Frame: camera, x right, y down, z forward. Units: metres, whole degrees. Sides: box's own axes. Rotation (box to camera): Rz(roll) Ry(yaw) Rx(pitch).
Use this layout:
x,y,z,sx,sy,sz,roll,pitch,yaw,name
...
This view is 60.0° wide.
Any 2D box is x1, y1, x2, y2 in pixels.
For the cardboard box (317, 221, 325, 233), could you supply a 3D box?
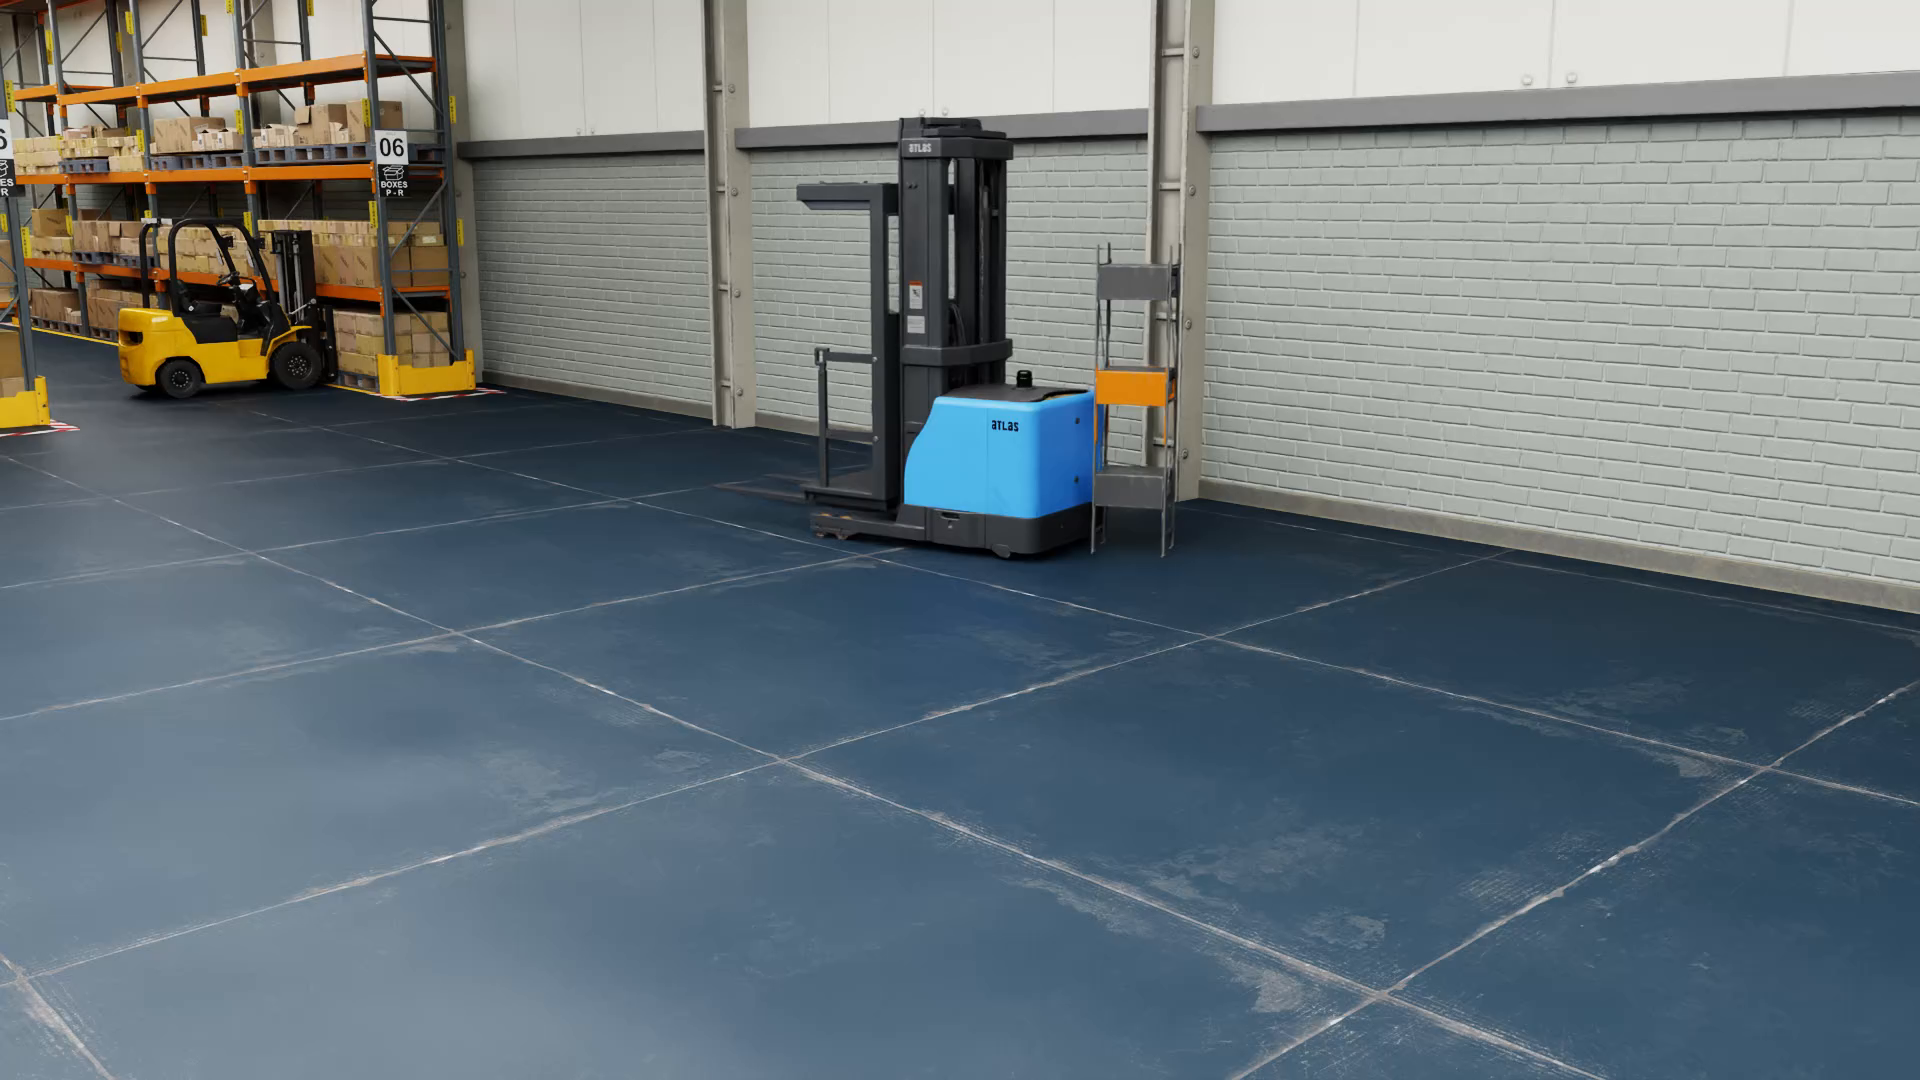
x,y,z,sx,sy,sz,roll,pitch,yaw,name
-8.197,-4.109,21.828,0.380,0.149,0.250,-11,16,-42,cardboard box

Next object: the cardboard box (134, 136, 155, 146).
x,y,z,sx,sy,sz,roll,pitch,yaw,name
-12.710,-6.264,26.092,0.380,0.149,0.250,-10,15,-41,cardboard box

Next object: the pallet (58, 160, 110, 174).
x,y,z,sx,sy,sz,roll,pitch,yaw,name
-14.622,-6.374,28.447,1.213,0.211,1.003,-11,16,-43,pallet

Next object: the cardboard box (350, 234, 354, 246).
x,y,z,sx,sy,sz,roll,pitch,yaw,name
-7.509,-3.808,21.107,0.380,0.149,0.250,-11,16,-42,cardboard box

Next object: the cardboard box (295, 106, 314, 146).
x,y,z,sx,sy,sz,roll,pitch,yaw,name
-8.227,-5.410,21.756,0.797,0.503,0.637,-10,15,-41,cardboard box

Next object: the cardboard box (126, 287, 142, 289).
x,y,z,sx,sy,sz,roll,pitch,yaw,name
-14.373,-4.350,29.136,0.380,0.149,0.250,-11,16,-43,cardboard box

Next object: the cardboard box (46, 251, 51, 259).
x,y,z,sx,sy,sz,roll,pitch,yaw,name
-16.477,-5.218,30.426,0.380,0.149,0.250,-11,16,-43,cardboard box

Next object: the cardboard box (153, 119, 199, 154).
x,y,z,sx,sy,sz,roll,pitch,yaw,name
-11.935,-6.151,25.364,0.500,0.500,0.500,-11,16,-42,cardboard box

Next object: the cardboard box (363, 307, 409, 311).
x,y,z,sx,sy,sz,roll,pitch,yaw,name
-7.614,-2.942,22.055,0.500,0.250,0.500,-11,16,-43,cardboard box

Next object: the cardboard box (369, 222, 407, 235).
x,y,z,sx,sy,sz,roll,pitch,yaw,name
-7.134,-3.886,20.745,0.380,0.149,0.250,-11,16,-42,cardboard box

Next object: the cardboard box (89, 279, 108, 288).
x,y,z,sx,sy,sz,roll,pitch,yaw,name
-14.922,-4.465,28.962,0.380,0.149,0.250,-11,16,-44,cardboard box

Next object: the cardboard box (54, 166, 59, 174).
x,y,z,sx,sy,sz,roll,pitch,yaw,name
-15.650,-6.495,29.193,0.380,0.149,0.250,-11,16,-43,cardboard box

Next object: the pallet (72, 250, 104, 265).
x,y,z,sx,sy,sz,roll,pitch,yaw,name
-14.548,-4.876,28.620,1.003,0.211,1.213,-11,16,-43,pallet

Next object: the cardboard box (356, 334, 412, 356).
x,y,z,sx,sy,sz,roll,pitch,yaw,name
-7.296,-2.482,21.058,0.500,0.250,0.500,-11,16,-43,cardboard box

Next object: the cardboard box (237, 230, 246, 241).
x,y,z,sx,sy,sz,roll,pitch,yaw,name
-10.084,-4.355,23.760,0.380,0.149,0.250,-11,16,-43,cardboard box

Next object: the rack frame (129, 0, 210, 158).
x,y,z,sx,sy,sz,roll,pitch,yaw,name
-12.259,-7.456,25.801,1.000,3.000,0.127,-11,16,-43,rack frame

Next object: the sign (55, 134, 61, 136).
x,y,z,sx,sy,sz,roll,pitch,yaw,name
-17.368,-7.663,32.043,0.100,0.325,0.005,-11,16,-43,sign

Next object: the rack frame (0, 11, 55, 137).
x,y,z,sx,sy,sz,roll,pitch,yaw,name
-17.784,-8.624,31.468,1.000,3.000,0.127,-11,16,-43,rack frame

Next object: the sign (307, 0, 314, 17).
x,y,z,sx,sy,sz,roll,pitch,yaw,name
-9.078,-7.481,23.216,0.100,0.325,0.005,-11,16,-43,sign

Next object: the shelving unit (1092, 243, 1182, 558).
x,y,z,sx,sy,sz,roll,pitch,yaw,name
1.203,-0.957,11.350,0.503,2.100,0.431,3,12,16,shelving unit

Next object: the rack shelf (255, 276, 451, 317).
x,y,z,sx,sy,sz,roll,pitch,yaw,name
-8.115,-3.290,22.229,1.077,0.370,4.000,-11,16,-43,rack shelf

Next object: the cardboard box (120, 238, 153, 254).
x,y,z,sx,sy,sz,roll,pitch,yaw,name
-13.222,-4.759,26.908,0.500,0.250,0.500,11,16,42,cardboard box

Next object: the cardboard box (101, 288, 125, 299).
x,y,z,sx,sy,sz,roll,pitch,yaw,name
-14.533,-4.246,28.633,0.250,0.149,0.380,11,16,42,cardboard box

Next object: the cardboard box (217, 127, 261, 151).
x,y,z,sx,sy,sz,roll,pitch,yaw,name
-10.173,-5.686,23.575,0.500,0.311,0.500,11,16,43,cardboard box

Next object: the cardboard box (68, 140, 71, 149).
x,y,z,sx,sy,sz,roll,pitch,yaw,name
-14.897,-6.714,28.232,0.380,0.149,0.250,-11,16,-42,cardboard box

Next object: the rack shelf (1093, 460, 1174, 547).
x,y,z,sx,sy,sz,roll,pitch,yaw,name
1.204,-0.258,11.496,0.480,0.518,0.431,3,12,16,rack shelf

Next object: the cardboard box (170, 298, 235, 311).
x,y,z,sx,sy,sz,roll,pitch,yaw,name
-11.838,-3.468,26.153,0.875,0.625,0.625,-10,15,-41,cardboard box

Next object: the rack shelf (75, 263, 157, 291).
x,y,z,sx,sy,sz,roll,pitch,yaw,name
-13.640,-4.457,27.896,1.077,0.370,4.000,-11,16,-43,rack shelf

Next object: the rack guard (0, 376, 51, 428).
x,y,z,sx,sy,sz,roll,pitch,yaw,name
-10.374,-1.445,17.686,1.175,0.500,0.348,-11,16,-43,rack guard

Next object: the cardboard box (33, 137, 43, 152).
x,y,z,sx,sy,sz,roll,pitch,yaw,name
-16.245,-7.076,29.785,0.500,0.250,0.500,-11,16,-42,cardboard box

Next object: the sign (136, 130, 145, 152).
x,y,z,sx,sy,sz,roll,pitch,yaw,name
-12.653,-6.165,25.686,0.100,0.325,0.005,-11,16,-43,sign

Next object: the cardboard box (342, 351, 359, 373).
x,y,z,sx,sy,sz,roll,pitch,yaw,name
-7.624,-2.308,21.453,0.500,0.250,0.500,-11,16,-43,cardboard box

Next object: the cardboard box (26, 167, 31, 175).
x,y,z,sx,sy,sz,roll,pitch,yaw,name
-16.743,-6.715,30.262,0.380,0.149,0.250,-11,16,-42,cardboard box

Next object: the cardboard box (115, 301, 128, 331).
x,y,z,sx,sy,sz,roll,pitch,yaw,name
-13.780,-3.755,27.857,0.500,0.500,0.500,11,16,43,cardboard box

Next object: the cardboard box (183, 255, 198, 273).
x,y,z,sx,sy,sz,roll,pitch,yaw,name
-11.425,-4.197,25.223,0.500,0.250,0.500,11,16,43,cardboard box

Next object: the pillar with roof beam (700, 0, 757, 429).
x,y,z,sx,sy,sz,roll,pitch,yaw,name
-5.533,-5.040,14.075,9.100,9.000,0.400,-11,16,-43,pillar with roof beam

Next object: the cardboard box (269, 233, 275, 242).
x,y,z,sx,sy,sz,roll,pitch,yaw,name
-9.287,-4.180,22.912,0.380,0.149,0.250,-10,16,-41,cardboard box

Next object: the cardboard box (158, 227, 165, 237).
x,y,z,sx,sy,sz,roll,pitch,yaw,name
-12.252,-4.797,25.906,0.380,0.149,0.250,-10,15,-41,cardboard box

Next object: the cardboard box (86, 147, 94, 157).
x,y,z,sx,sy,sz,roll,pitch,yaw,name
-14.227,-6.416,27.522,0.380,0.149,0.250,-10,16,-41,cardboard box

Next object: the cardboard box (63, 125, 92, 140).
x,y,z,sx,sy,sz,roll,pitch,yaw,name
-15.066,-6.958,28.389,0.396,0.266,0.258,-11,16,-43,cardboard box

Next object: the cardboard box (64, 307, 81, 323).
x,y,z,sx,sy,sz,roll,pitch,yaw,name
-15.865,-4.061,29.923,0.396,0.266,0.258,-10,15,-41,cardboard box

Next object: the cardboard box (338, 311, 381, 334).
x,y,z,sx,sy,sz,roll,pitch,yaw,name
-7.635,-2.796,21.347,0.500,0.250,0.500,-11,16,-42,cardboard box

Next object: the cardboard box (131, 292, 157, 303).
x,y,z,sx,sy,sz,roll,pitch,yaw,name
-13.466,-4.015,27.513,0.380,0.149,0.250,-11,16,-43,cardboard box

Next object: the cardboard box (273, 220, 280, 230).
x,y,z,sx,sy,sz,roll,pitch,yaw,name
-9.232,-4.336,22.929,0.380,0.149,0.250,-11,16,-42,cardboard box

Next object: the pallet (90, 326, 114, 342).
x,y,z,sx,sy,sz,roll,pitch,yaw,name
-14.432,-3.622,28.971,1.003,0.211,1.213,-11,16,-43,pallet

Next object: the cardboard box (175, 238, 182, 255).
x,y,z,sx,sy,sz,roll,pitch,yaw,name
-11.784,-4.517,25.536,0.500,0.250,0.500,-10,15,-41,cardboard box

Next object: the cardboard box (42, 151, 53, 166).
x,y,z,sx,sy,sz,roll,pitch,yaw,name
-15.902,-6.753,29.456,0.500,0.250,0.500,11,16,43,cardboard box

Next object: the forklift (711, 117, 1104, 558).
x,y,z,sx,sy,sz,roll,pitch,yaw,name
-0.481,-1.522,12.034,3.031,2.935,1.130,8,14,33,forklift

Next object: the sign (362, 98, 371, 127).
x,y,z,sx,sy,sz,roll,pitch,yaw,name
-7.136,-5.141,19.999,0.100,0.325,0.005,-11,16,-43,sign

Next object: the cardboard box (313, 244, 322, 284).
x,y,z,sx,sy,sz,roll,pitch,yaw,name
-8.325,-3.658,21.986,0.500,0.500,0.500,-11,16,-42,cardboard box

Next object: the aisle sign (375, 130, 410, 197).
x,y,z,sx,sy,sz,roll,pitch,yaw,name
-6.901,-4.573,20.232,0.394,0.787,0.004,-11,16,-43,aisle sign

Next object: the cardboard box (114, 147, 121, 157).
x,y,z,sx,sy,sz,roll,pitch,yaw,name
-13.547,-6.319,27.097,0.380,0.149,0.250,-10,15,-41,cardboard box
